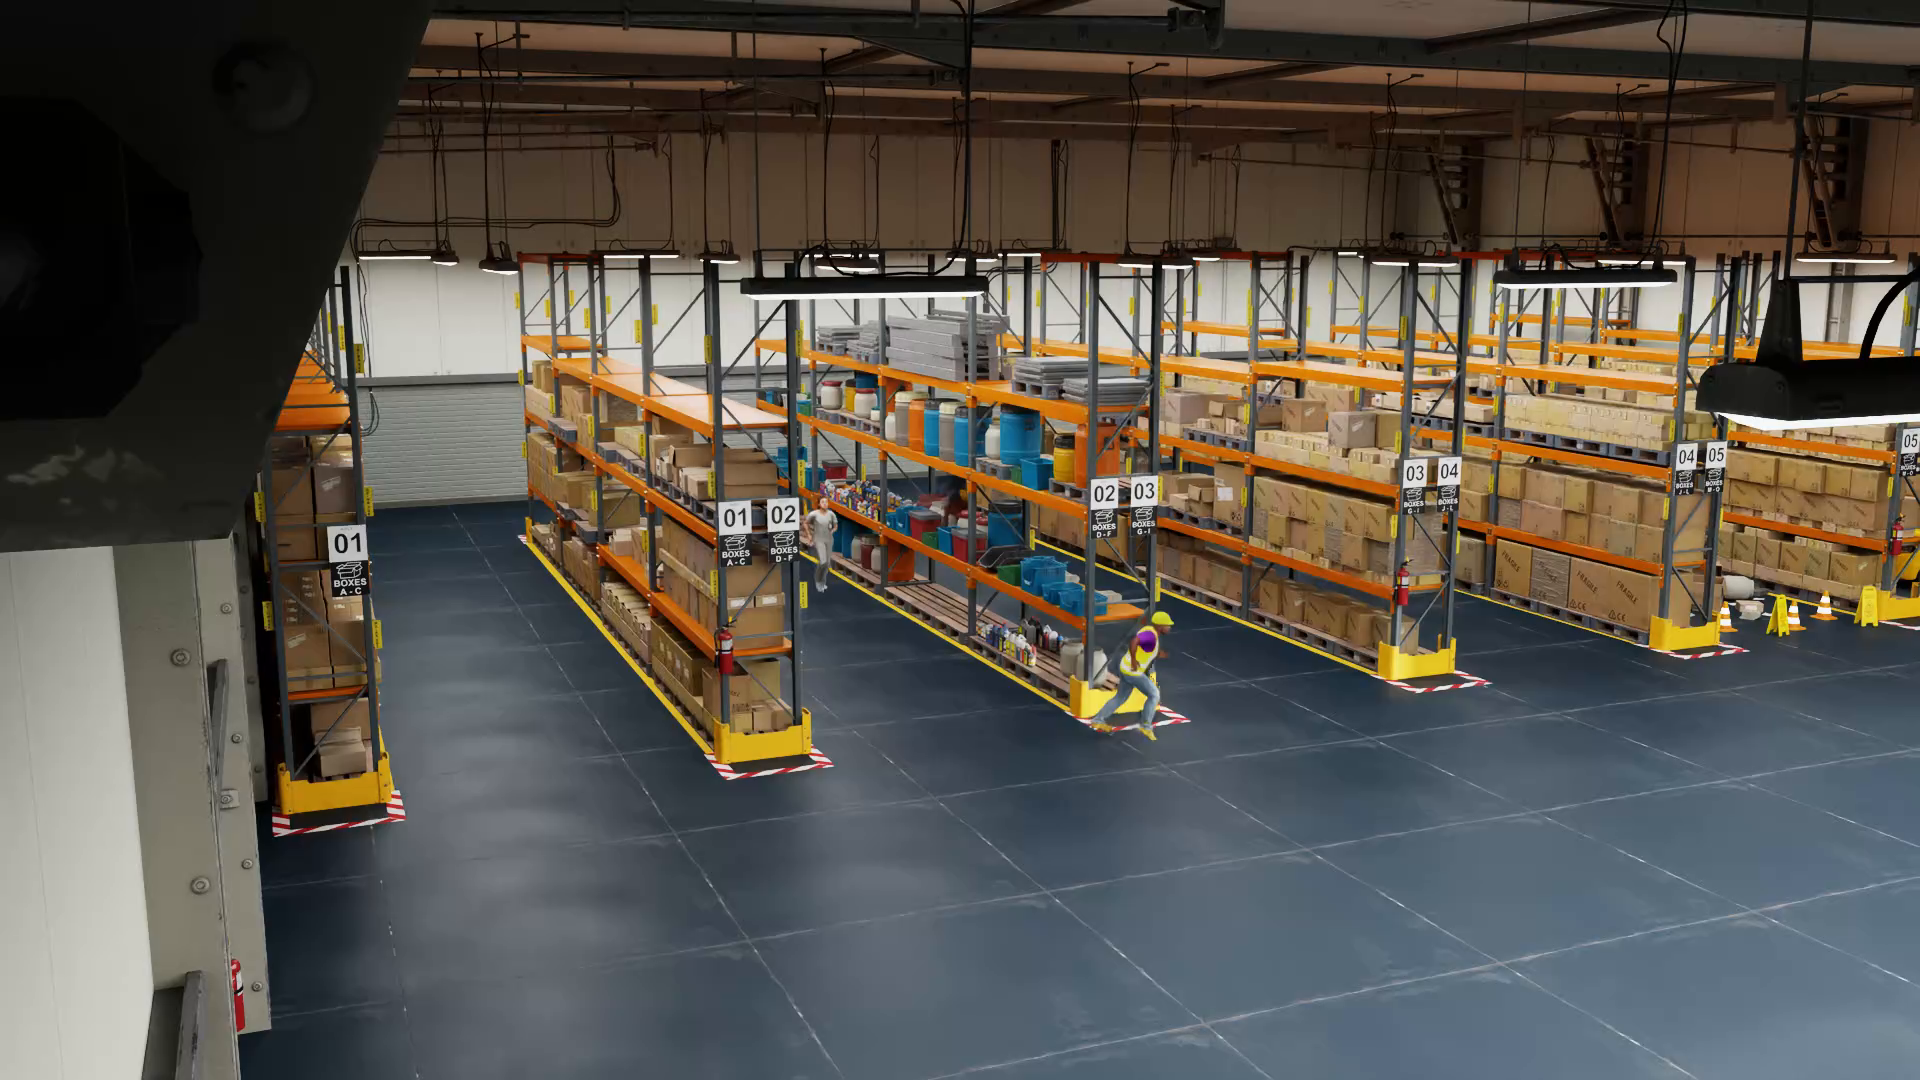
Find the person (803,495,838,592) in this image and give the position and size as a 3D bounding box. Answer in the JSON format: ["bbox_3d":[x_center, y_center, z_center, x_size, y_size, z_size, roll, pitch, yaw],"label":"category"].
[{"bbox_3d":[-2.346,0.112,28.496,0.555,1.574,0.619,-5,11,-24],"label":"person"}]

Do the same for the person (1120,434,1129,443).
[{"bbox_3d":[4.266,-2.267,42.732,0.630,1.711,0.786,4,11,22],"label":"person"}]

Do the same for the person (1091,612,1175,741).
[{"bbox_3d":[2.185,1.745,21.061,1.026,1.710,0.747,1,10,3],"label":"person"}]
